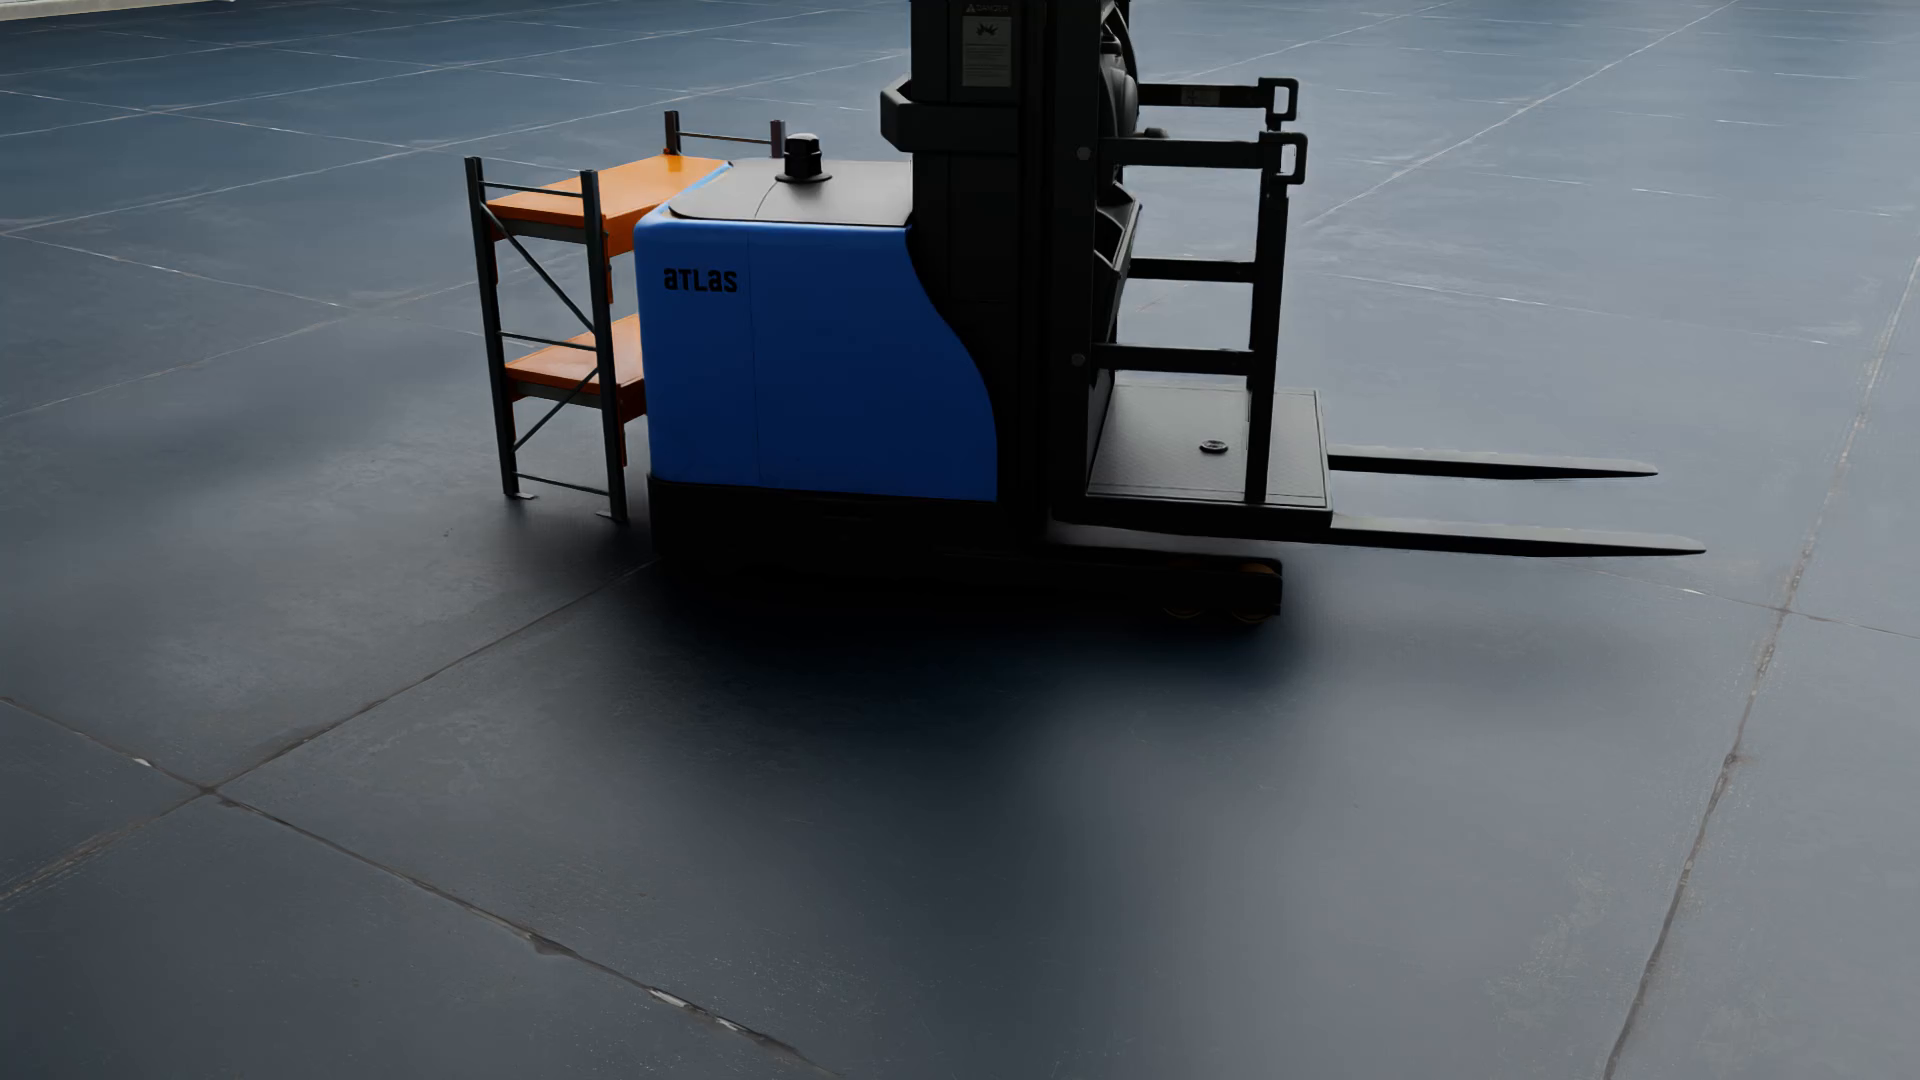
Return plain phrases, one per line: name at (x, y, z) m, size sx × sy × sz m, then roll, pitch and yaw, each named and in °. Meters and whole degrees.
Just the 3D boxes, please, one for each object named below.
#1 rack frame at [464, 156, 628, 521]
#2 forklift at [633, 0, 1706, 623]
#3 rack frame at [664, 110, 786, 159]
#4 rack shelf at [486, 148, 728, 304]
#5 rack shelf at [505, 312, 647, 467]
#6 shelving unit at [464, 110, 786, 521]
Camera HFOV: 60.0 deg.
rack frame at (-1.310, -0.629, 5.287) m, size 0.500 × 1.125 × 0.032 m, roll 12°, pitch 26°, yaw 25°
forklift at (0.634, -1.337, 4.650) m, size 3.031 × 2.935 × 1.130 m, roll 4°, pitch 24°, yaw 8°
rack frame at (-0.837, -0.987, 6.113) m, size 0.500 × 1.125 × 0.032 m, roll 12°, pitch 26°, yaw 25°
rack shelf at (-1.074, -1.077, 5.584) m, size 0.538 × 0.278 × 1.000 m, roll 12°, pitch 26°, yaw 25°
rack shelf at (-1.073, -0.584, 5.797) m, size 0.538 × 0.278 × 1.000 m, roll 12°, pitch 26°, yaw 25°
shelving unit at (-1.074, -0.808, 5.700) m, size 0.538 × 1.125 × 1.048 m, roll 12°, pitch 26°, yaw 25°
